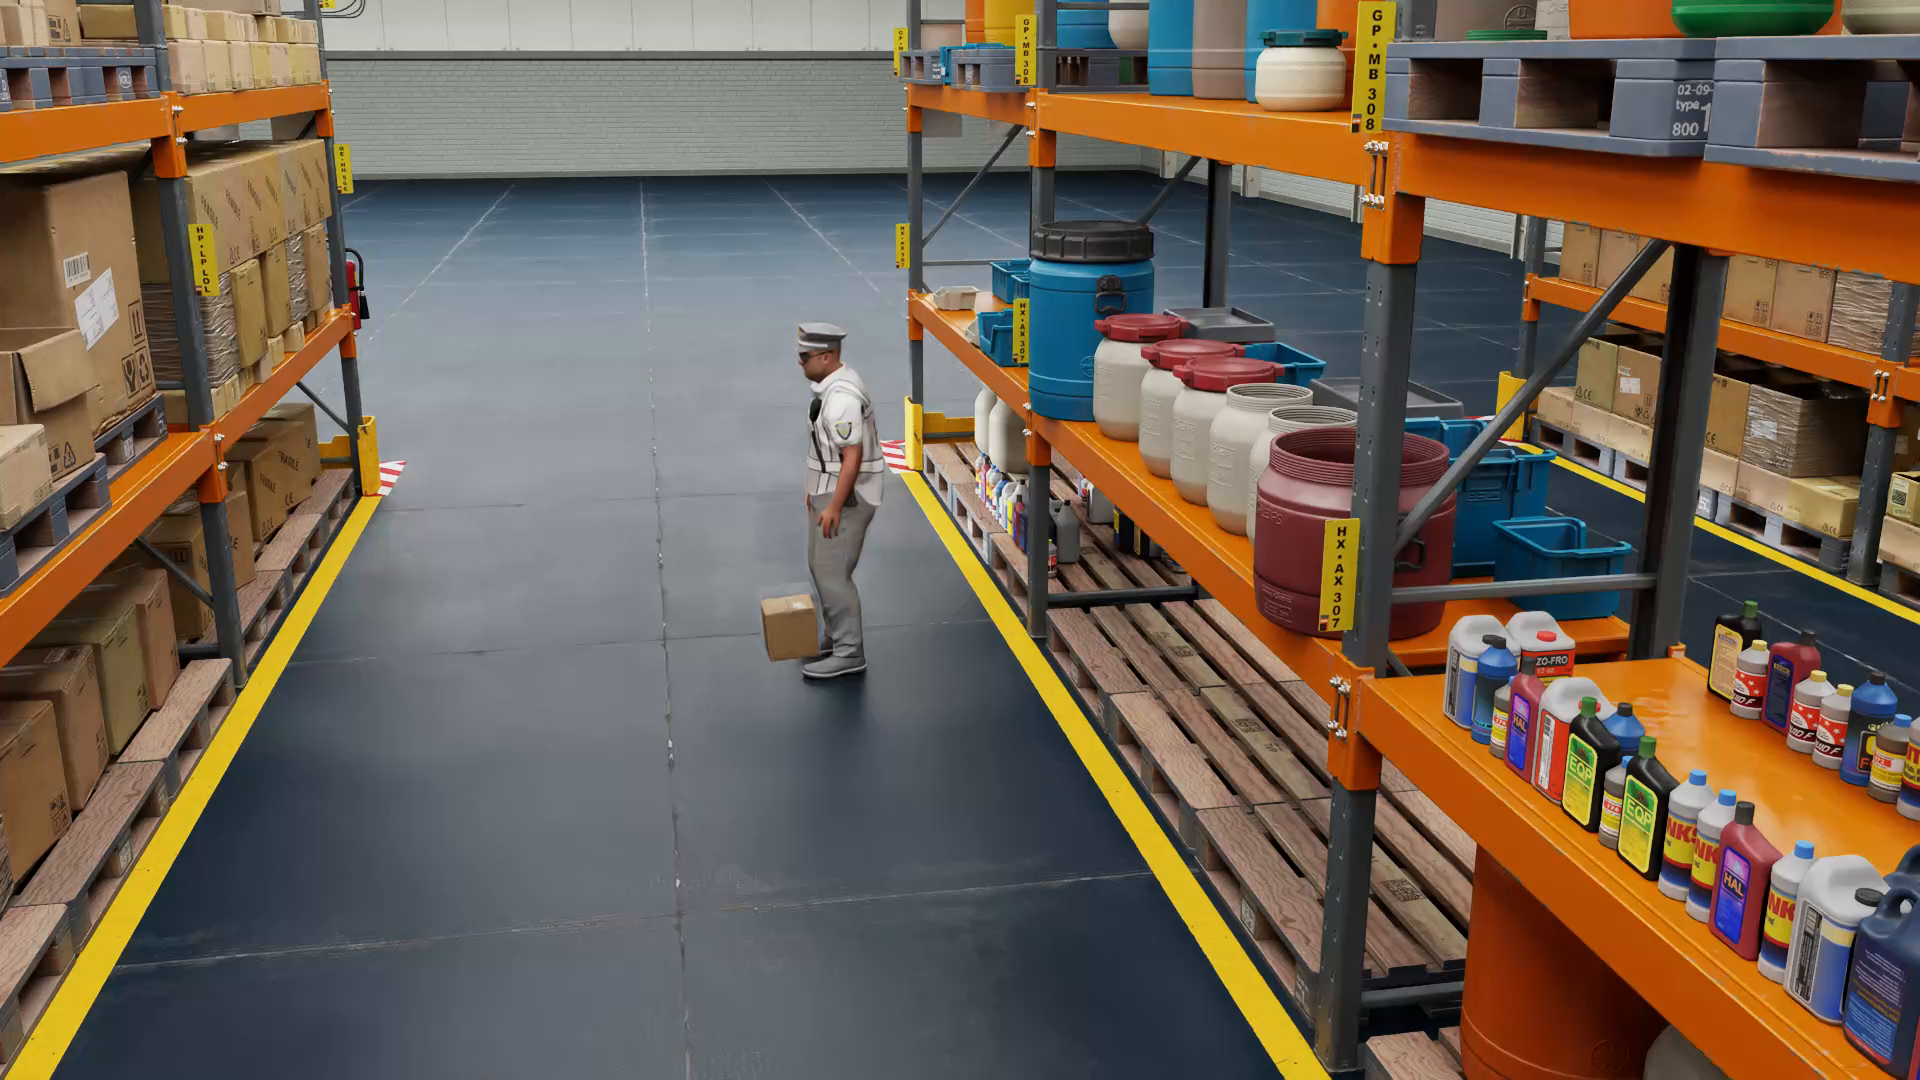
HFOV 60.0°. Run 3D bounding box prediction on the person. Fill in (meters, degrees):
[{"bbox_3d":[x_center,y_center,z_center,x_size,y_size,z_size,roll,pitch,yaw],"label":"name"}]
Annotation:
[{"bbox_3d":[-0.606,-0.210,8.238,0.441,1.749,0.572,-4,17,-12],"label":"person"}]
